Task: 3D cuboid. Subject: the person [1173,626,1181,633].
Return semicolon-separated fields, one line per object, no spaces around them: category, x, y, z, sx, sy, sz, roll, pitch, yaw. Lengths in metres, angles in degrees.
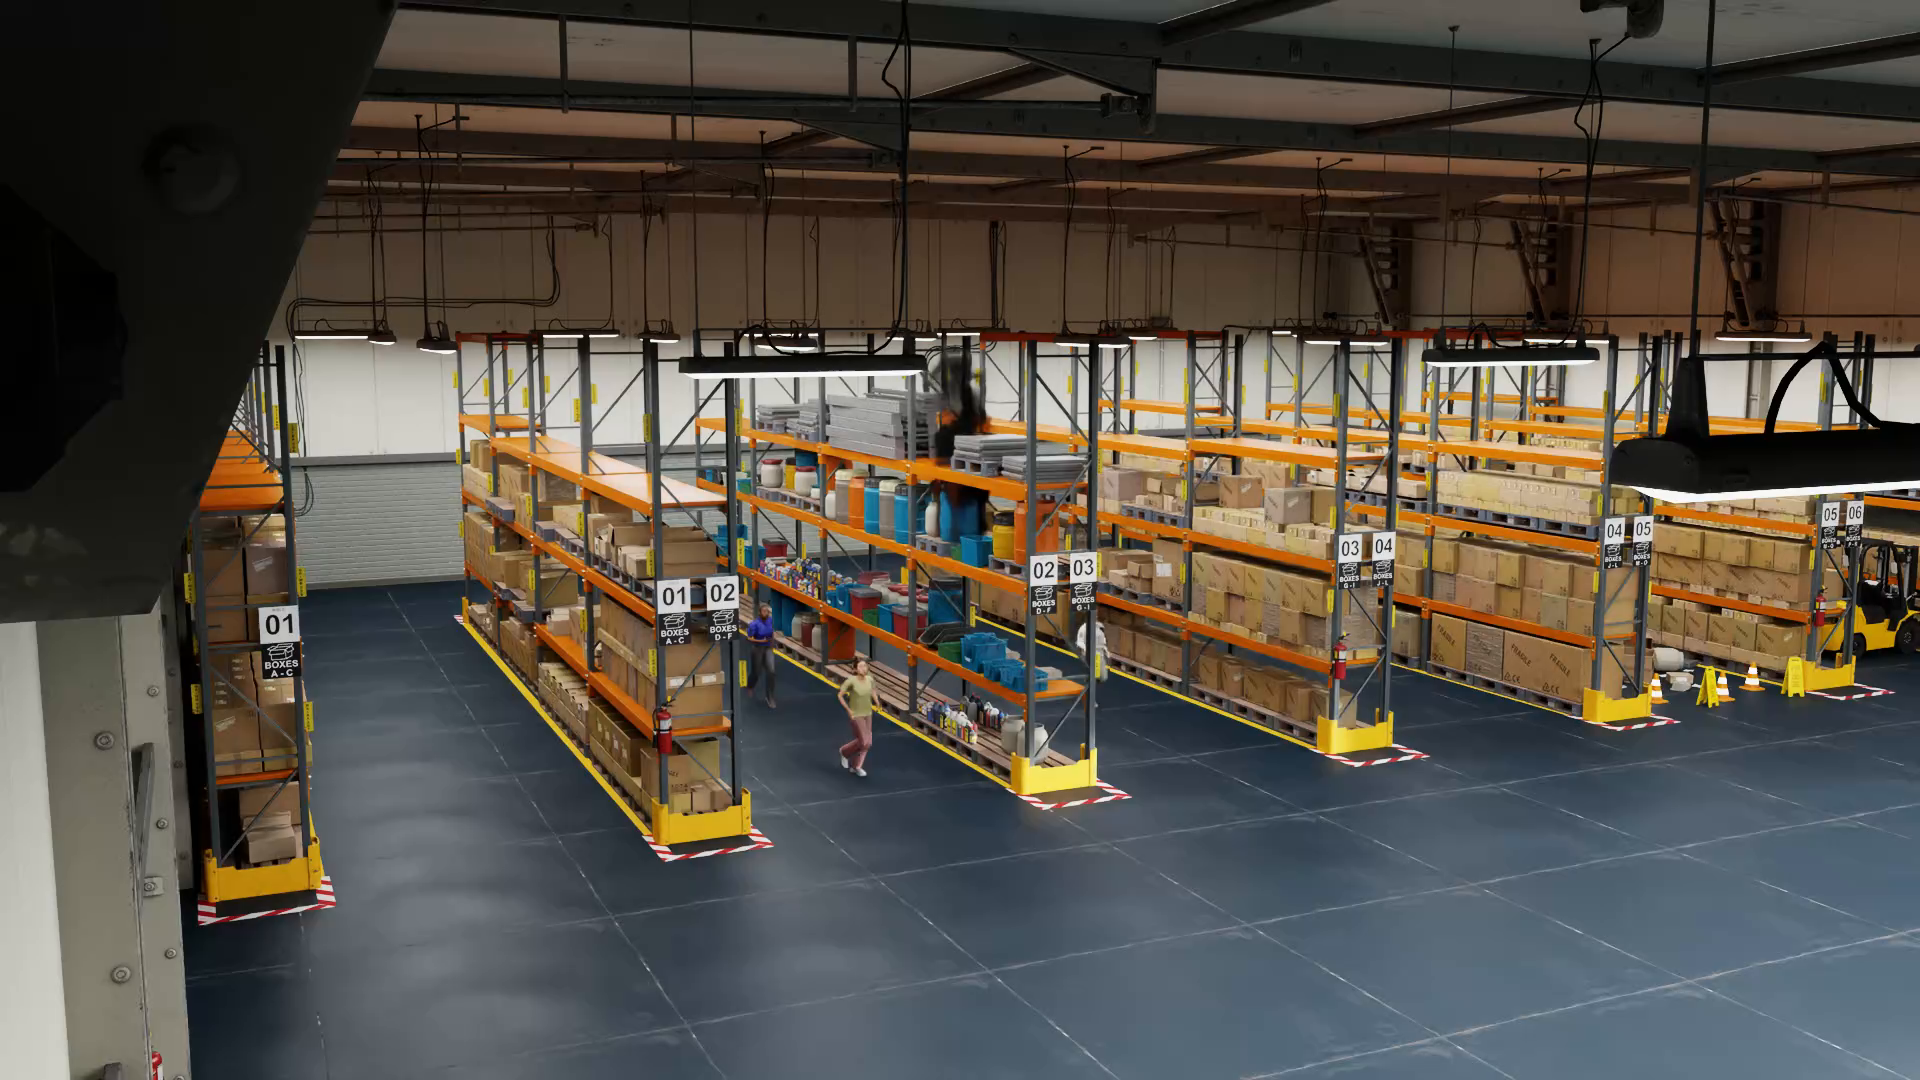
person;4.378;1.037;33.014;0.700;1.723;0.582;-4;9;-26

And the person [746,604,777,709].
person;-3.256;1.867;27.182;0.600;1.693;0.918;-6;9;-36

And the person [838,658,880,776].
person;-1.369;2.438;22.998;0.570;1.637;0.564;-6;10;-40

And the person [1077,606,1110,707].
person;2.186;1.887;27.017;0.612;1.658;0.524;-4;9;-28
